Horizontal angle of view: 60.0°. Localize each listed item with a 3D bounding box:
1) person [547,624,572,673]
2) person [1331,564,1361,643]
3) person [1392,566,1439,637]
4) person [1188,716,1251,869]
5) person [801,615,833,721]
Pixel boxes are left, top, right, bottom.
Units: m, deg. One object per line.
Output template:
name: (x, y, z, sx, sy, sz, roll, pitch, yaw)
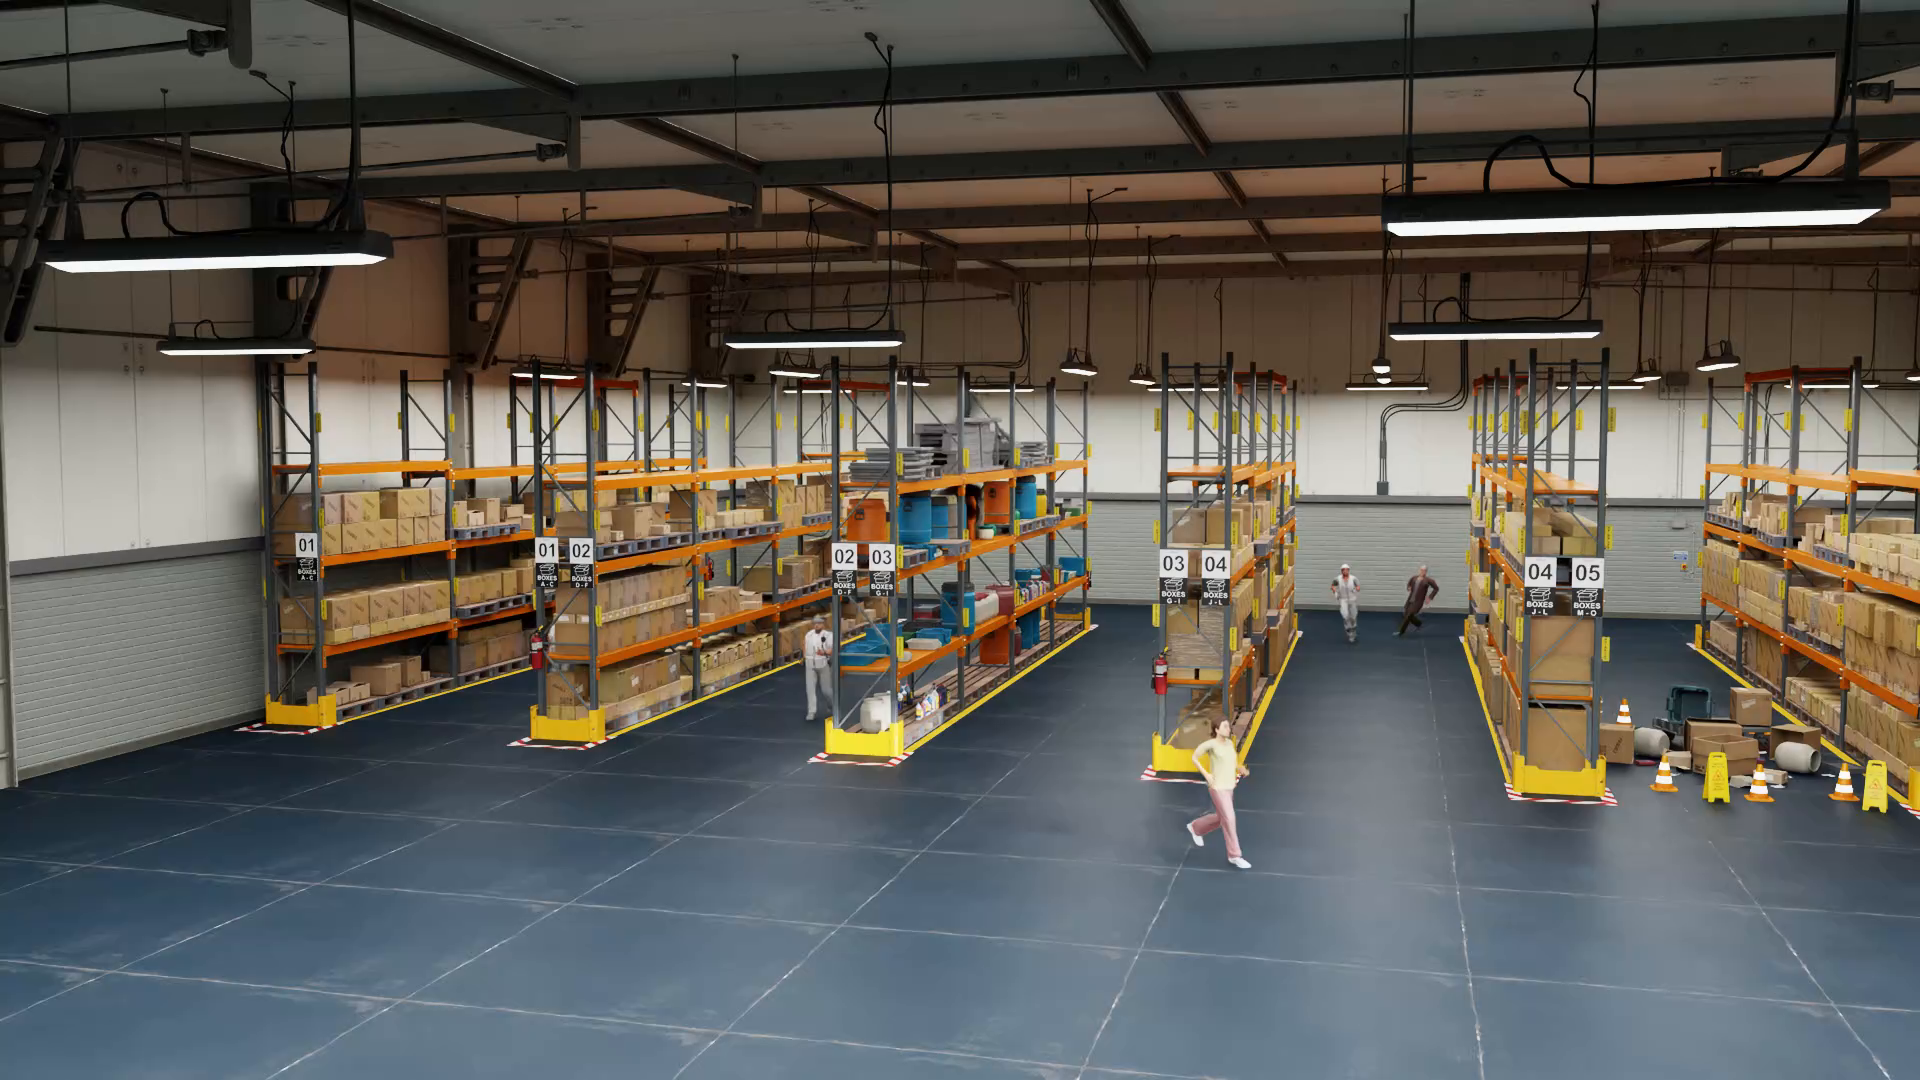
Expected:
person: (-7.228, 2.073, 30.189, 0.607, 1.614, 0.551, 0, 4, 1)
person: (8.879, 1.437, 38.178, 0.644, 1.799, 0.734, 0, 4, 2)
person: (10.687, 1.437, 38.926, 0.835, 1.694, 0.773, -2, 5, -29)
person: (2.952, 2.839, 18.974, 0.579, 1.675, 0.928, -4, 6, -43)
person: (-2.393, 2.129, 28.178, 0.673, 1.755, 0.944, 1, 4, 13)
